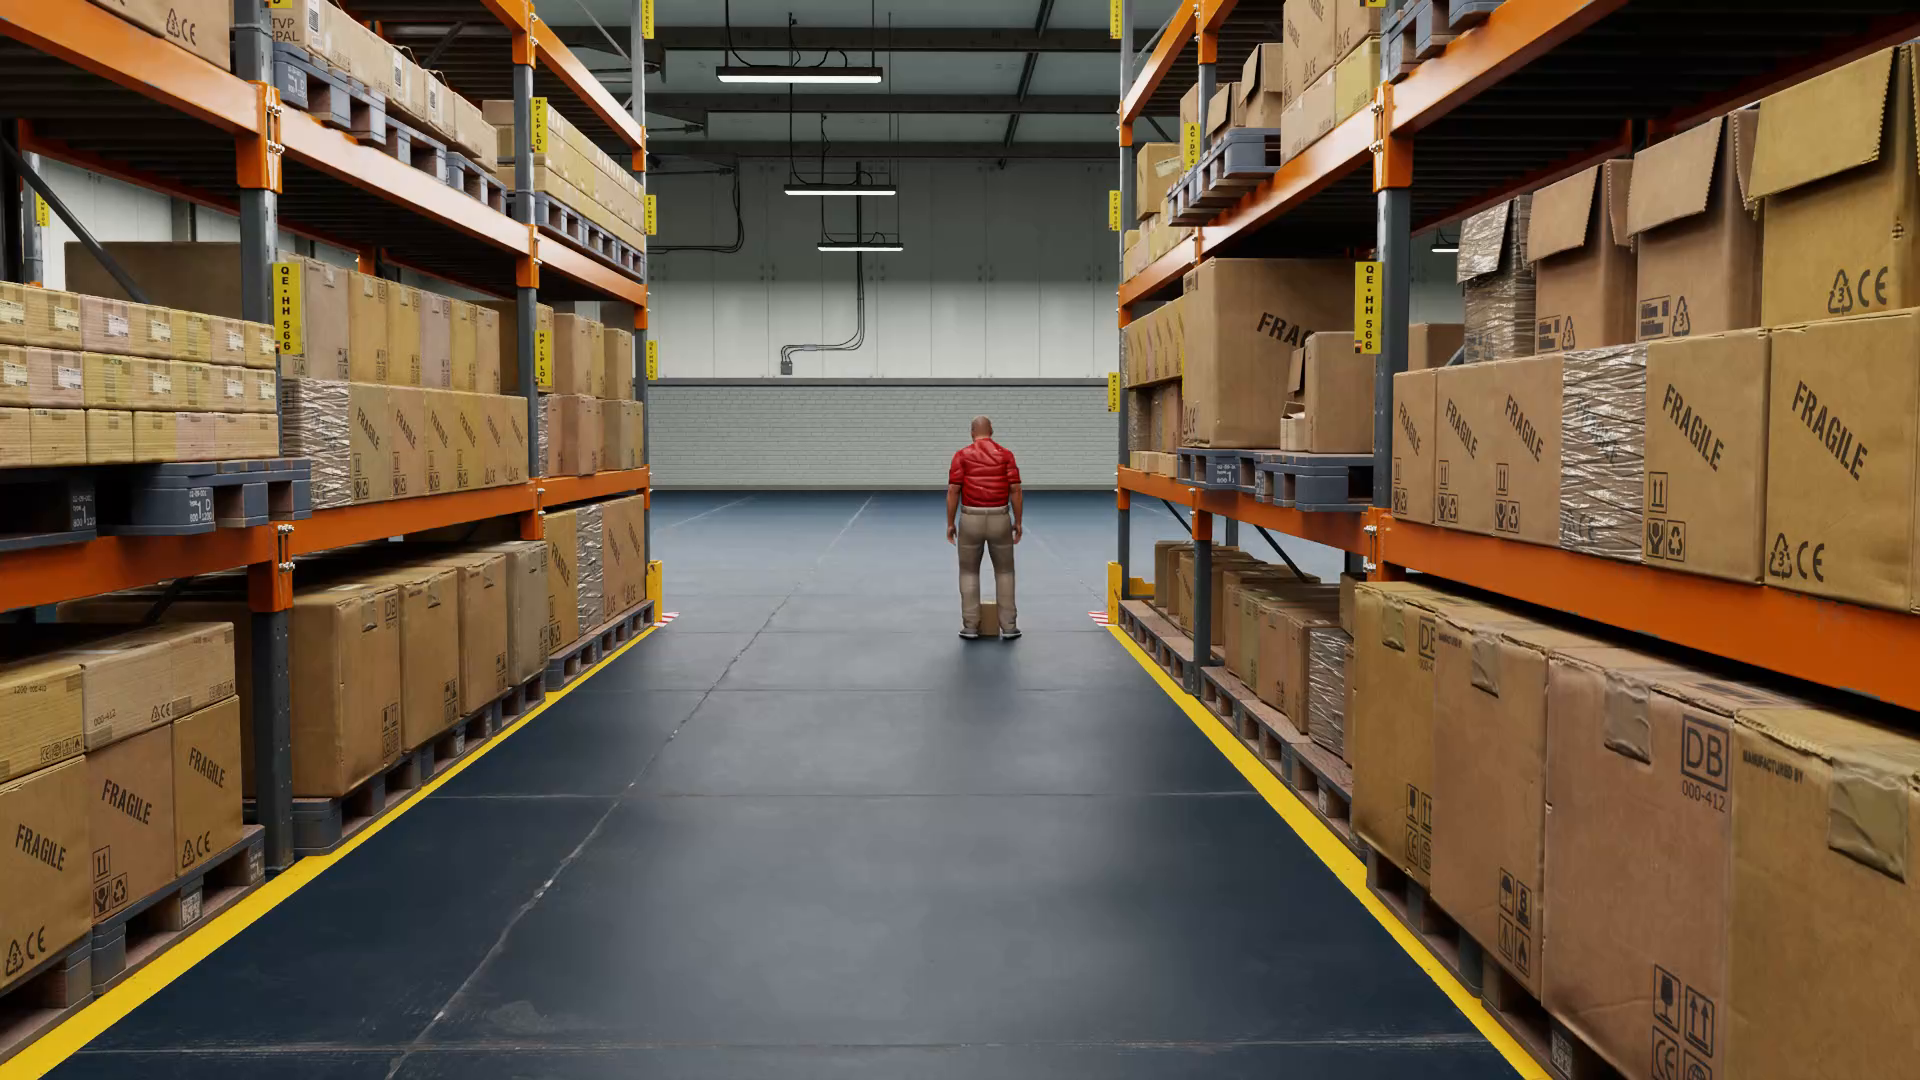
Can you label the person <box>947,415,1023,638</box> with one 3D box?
[{"bbox_3d":[0.194,-0.103,12.919,0.595,1.727,0.384,0,4,-3],"label":"person"}]
